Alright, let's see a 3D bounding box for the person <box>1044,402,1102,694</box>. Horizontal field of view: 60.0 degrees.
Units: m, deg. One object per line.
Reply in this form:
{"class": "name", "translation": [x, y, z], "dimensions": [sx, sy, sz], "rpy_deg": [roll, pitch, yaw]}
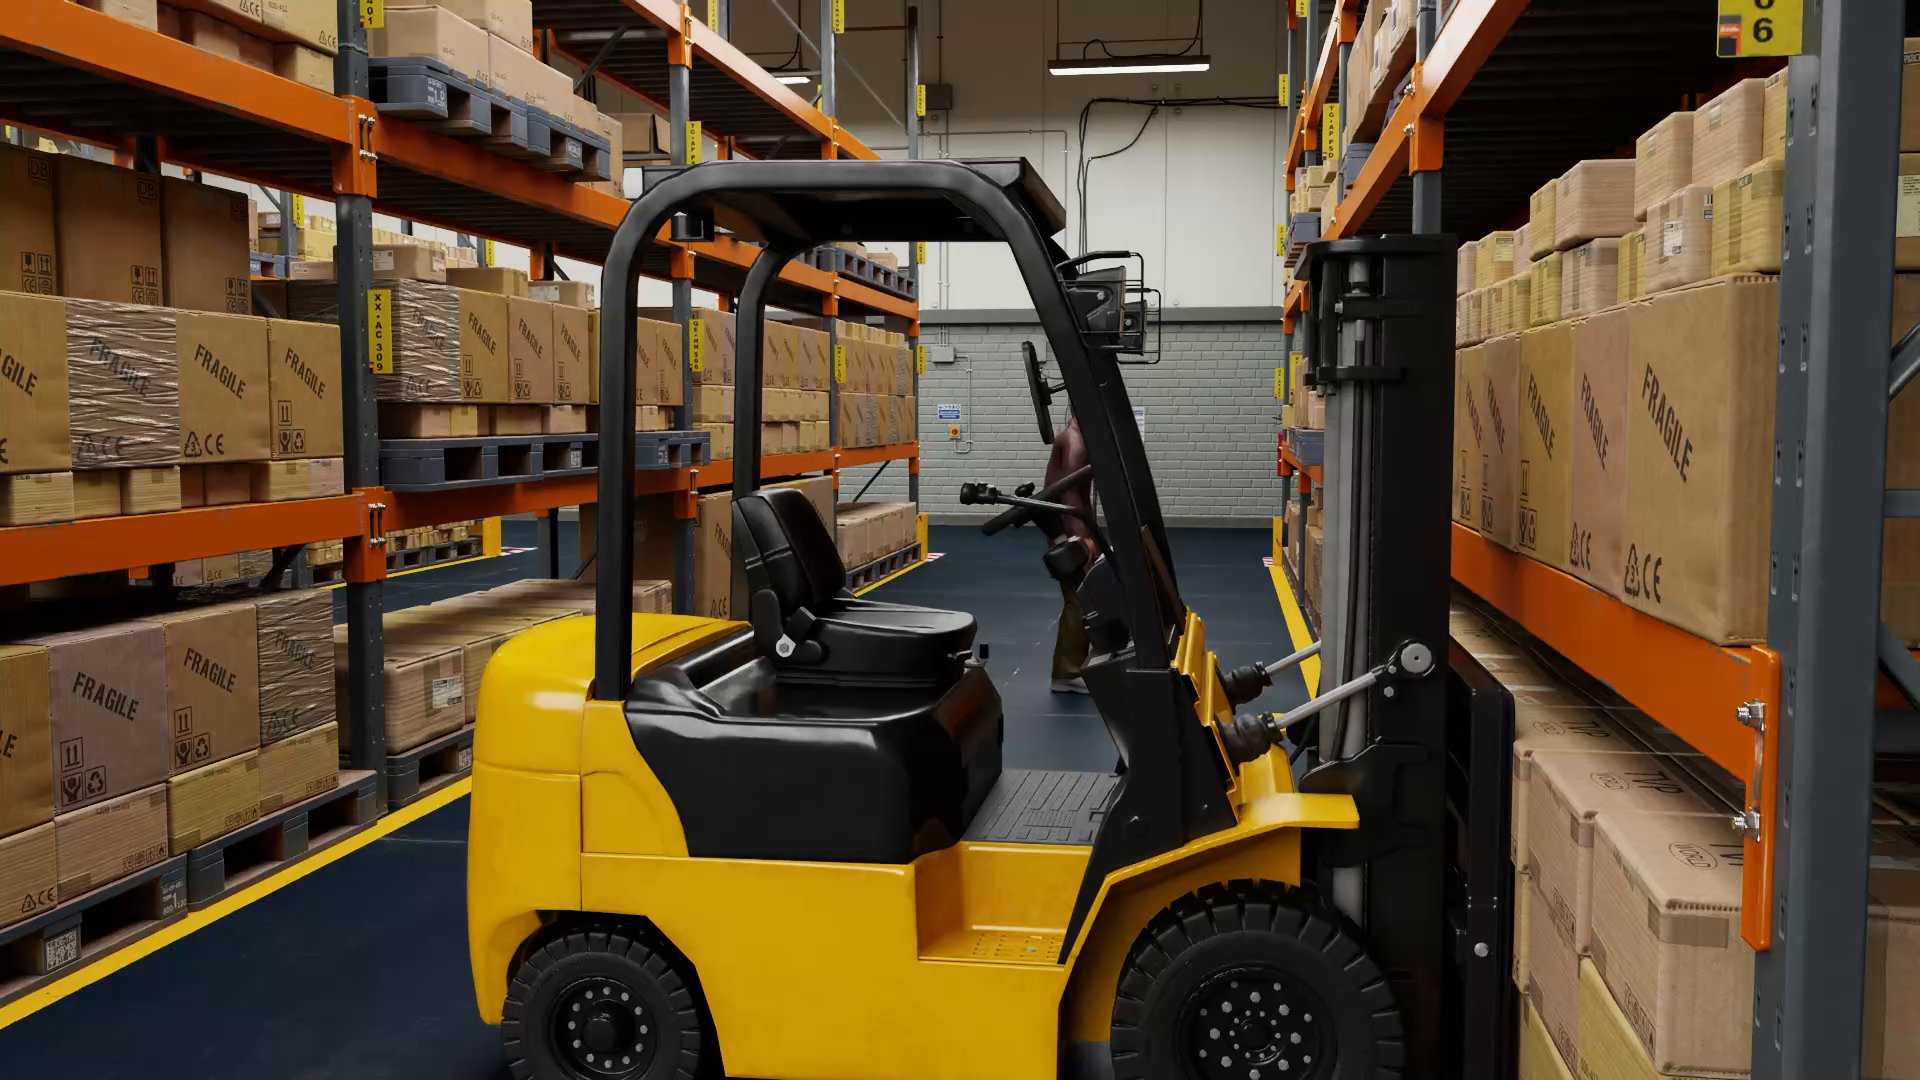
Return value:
{"class": "person", "translation": [0.698, -0.015, 9.784], "dimensions": [0.422, 1.774, 0.653], "rpy_deg": [0, 4, 5]}
